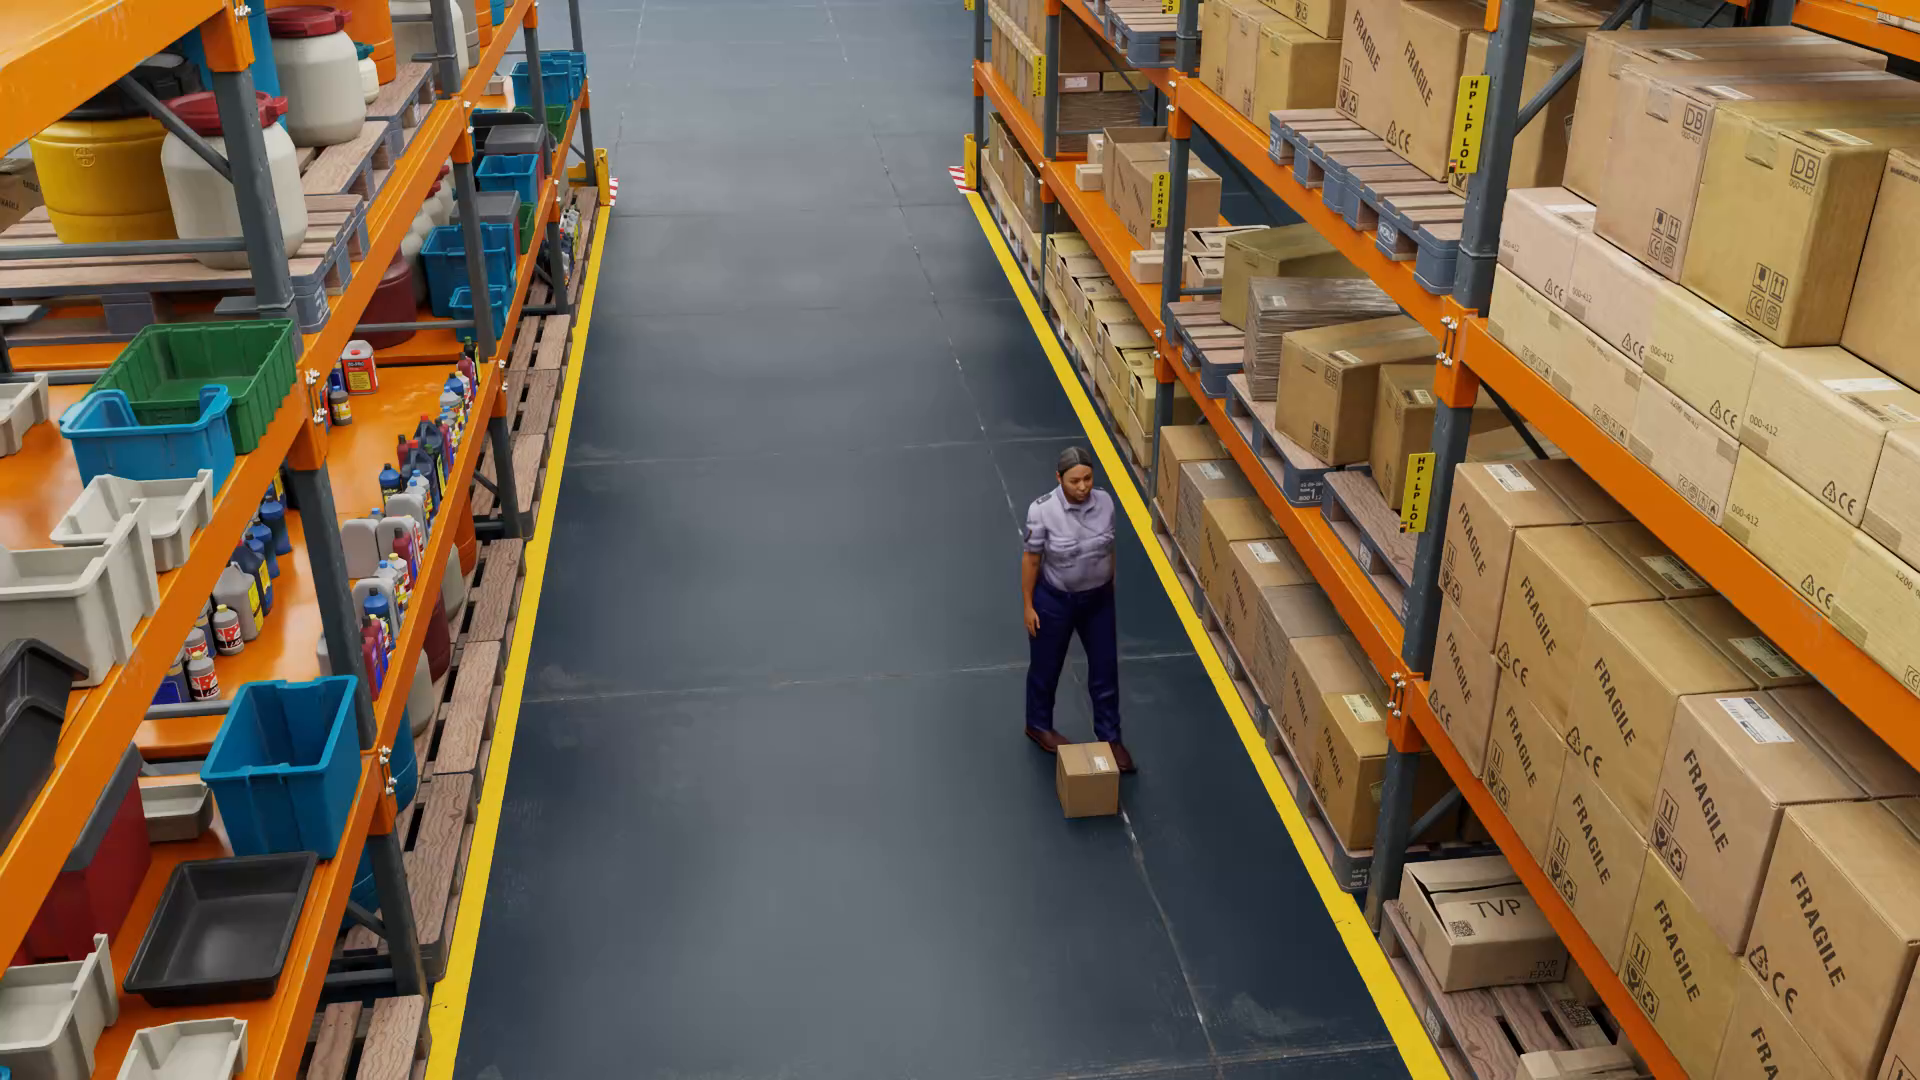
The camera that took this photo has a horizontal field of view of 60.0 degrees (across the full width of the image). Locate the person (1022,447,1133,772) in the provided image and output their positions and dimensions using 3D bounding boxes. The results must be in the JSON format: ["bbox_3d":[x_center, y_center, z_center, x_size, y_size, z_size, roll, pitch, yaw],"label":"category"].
[{"bbox_3d":[0.574,0.341,7.975,0.494,1.629,0.546,-10,29,-19],"label":"person"}]
